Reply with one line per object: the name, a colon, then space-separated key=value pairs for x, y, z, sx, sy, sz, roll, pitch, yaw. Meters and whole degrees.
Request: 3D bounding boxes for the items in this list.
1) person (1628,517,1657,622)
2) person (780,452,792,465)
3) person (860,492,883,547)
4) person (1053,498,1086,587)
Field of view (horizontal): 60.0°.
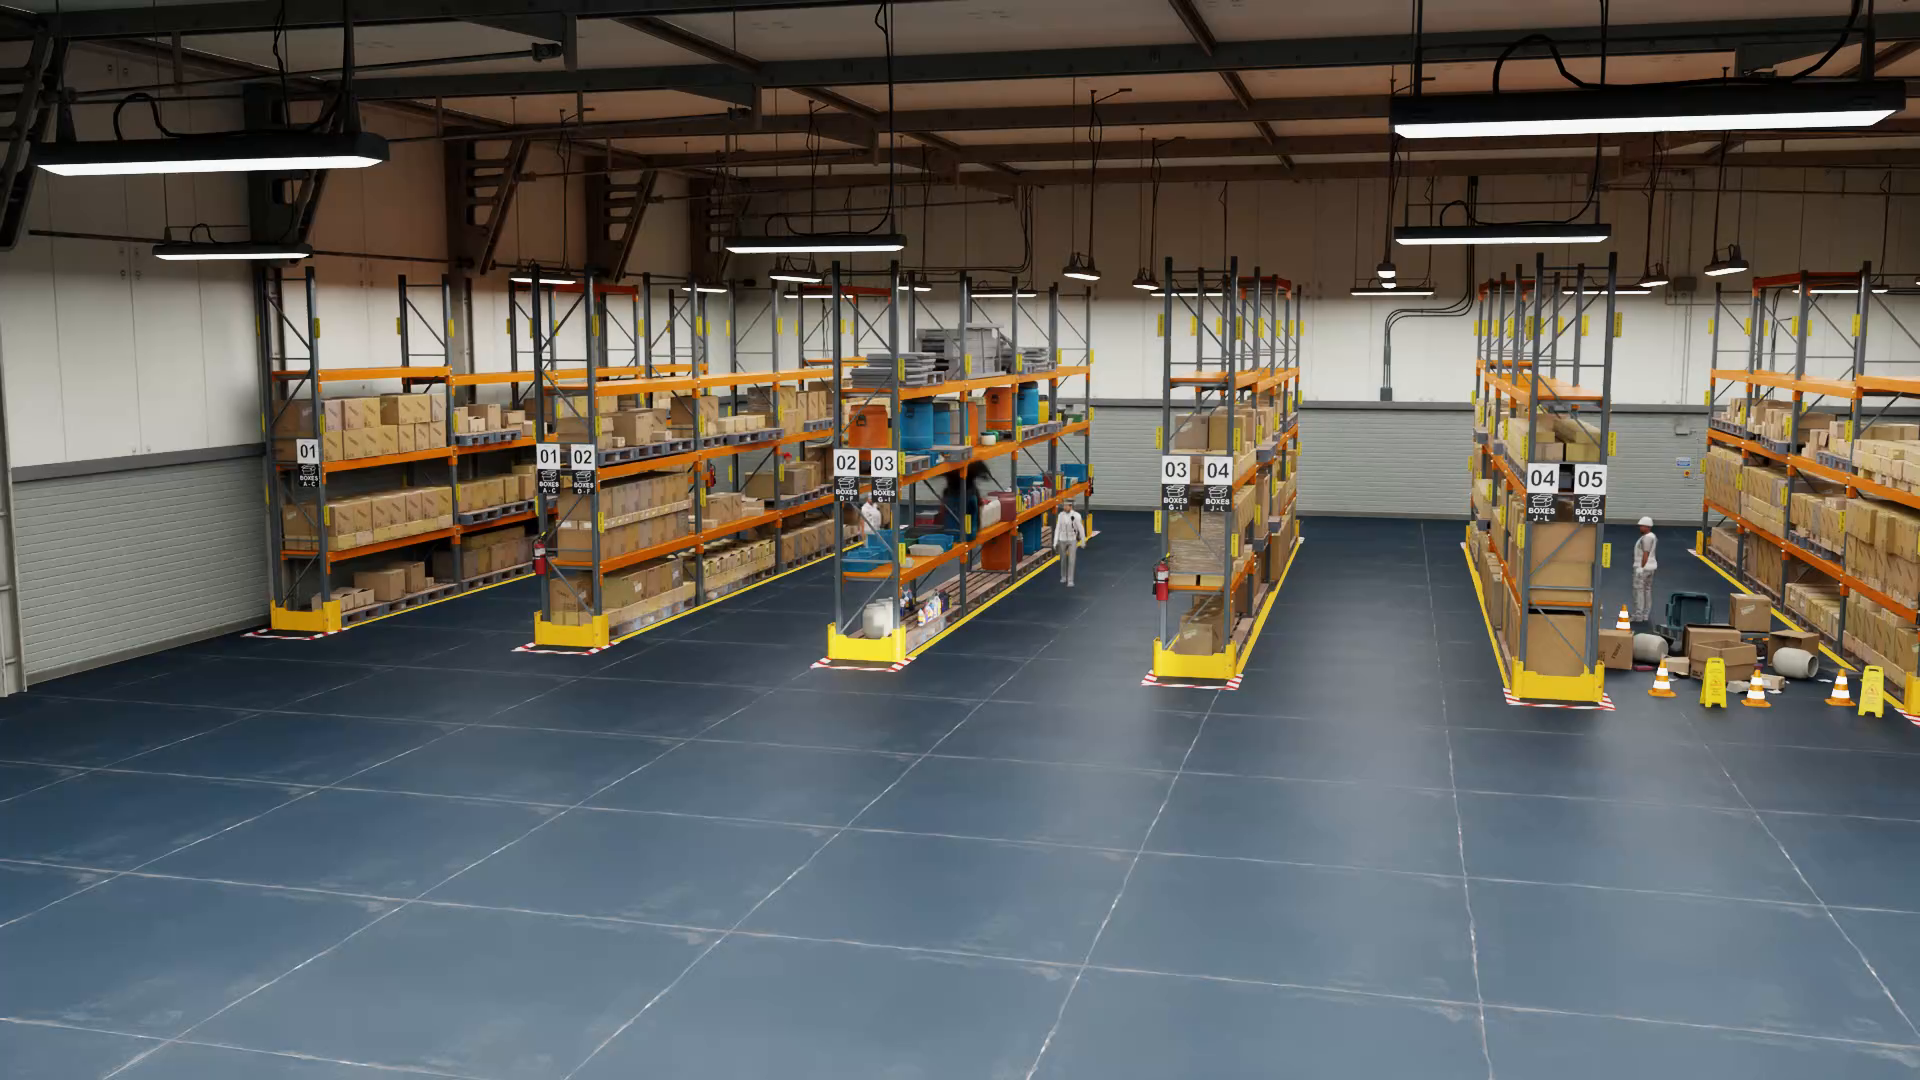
person: x=11.761 y=0.500 z=28.612 sx=0.637 sy=1.797 sz=0.428 roll=-6 pitch=10 yaw=-41
person: x=-4.587 y=-1.434 z=43.702 sx=0.655 sy=1.758 sz=0.599 roll=2 pitch=8 yaw=17
person: x=-1.788 y=-0.148 z=34.218 sx=0.505 sy=1.688 sz=0.523 roll=4 pitch=8 yaw=26
person: x=2.007 y=0.031 z=30.497 sx=0.584 sy=1.622 sz=0.966 roll=1 pitch=7 yaw=8
